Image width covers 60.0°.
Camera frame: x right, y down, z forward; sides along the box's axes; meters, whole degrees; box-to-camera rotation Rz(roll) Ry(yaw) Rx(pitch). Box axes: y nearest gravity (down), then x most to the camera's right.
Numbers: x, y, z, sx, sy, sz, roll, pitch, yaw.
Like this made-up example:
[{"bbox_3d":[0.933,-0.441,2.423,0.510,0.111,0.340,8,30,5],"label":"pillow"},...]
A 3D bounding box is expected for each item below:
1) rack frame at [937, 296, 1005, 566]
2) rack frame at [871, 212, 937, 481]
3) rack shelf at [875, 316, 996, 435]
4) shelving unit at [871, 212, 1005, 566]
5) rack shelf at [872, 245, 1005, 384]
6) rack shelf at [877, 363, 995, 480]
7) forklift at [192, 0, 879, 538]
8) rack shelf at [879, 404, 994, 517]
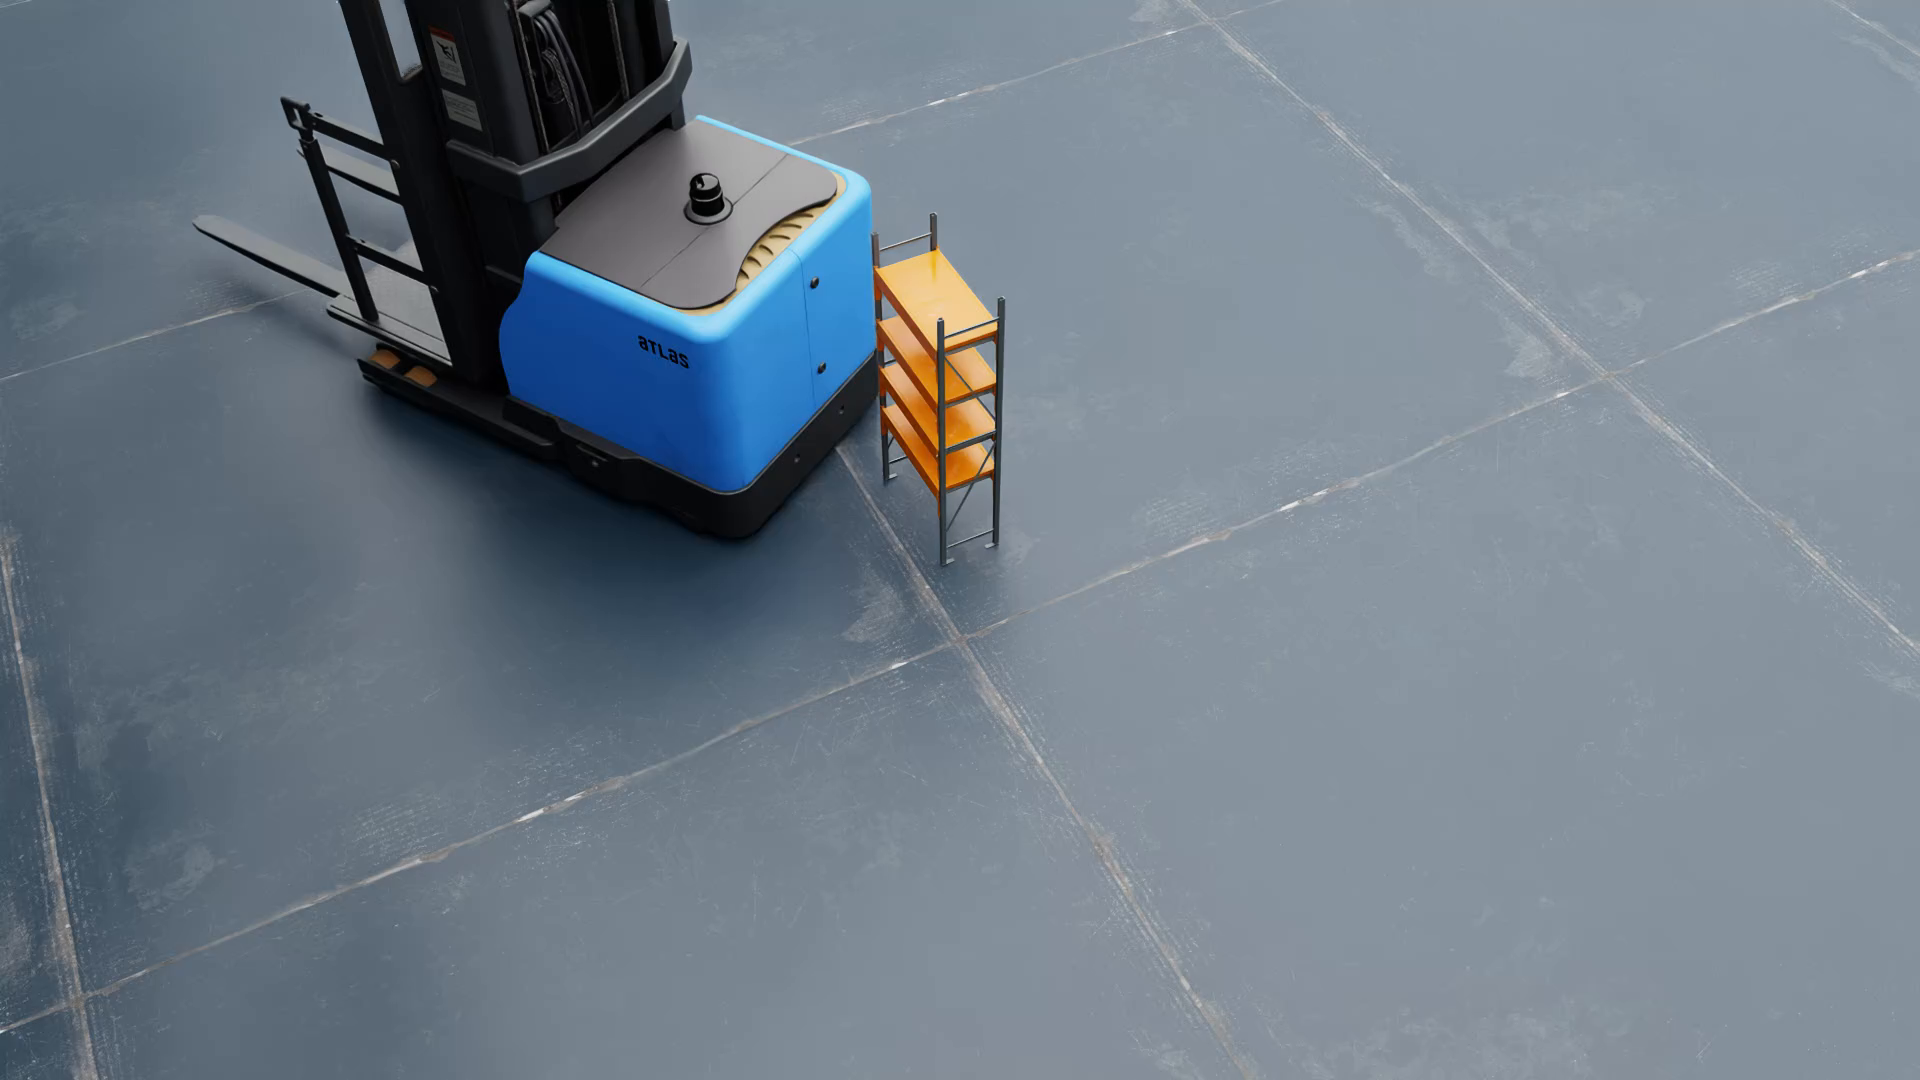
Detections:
[{"bbox_3d":[0.036,-0.342,5.752,0.240,1.200,0.015,-21,52,-18],"label":"rack frame"},{"bbox_3d":[-0.187,-0.669,6.038,0.240,1.200,0.015,-21,52,-18],"label":"rack frame"},{"bbox_3d":[-0.076,-0.609,5.778,0.258,0.148,0.480,-21,52,-18],"label":"rack shelf"},{"bbox_3d":[-0.076,-0.506,5.895,0.258,1.200,0.503,-21,52,-18],"label":"shelving unit"},{"bbox_3d":[-0.076,-0.765,5.599,0.258,0.148,0.480,-21,52,-18],"label":"rack shelf"},{"bbox_3d":[-0.076,-0.462,5.946,0.258,0.148,0.480,-21,52,-18],"label":"rack shelf"},{"bbox_3d":[-1.834,-1.817,5.892,3.031,2.935,1.130,24,53,20],"label":"forklift"},{"bbox_3d":[-0.076,-0.331,6.095,0.258,0.148,0.480,-21,52,-18],"label":"rack shelf"}]
